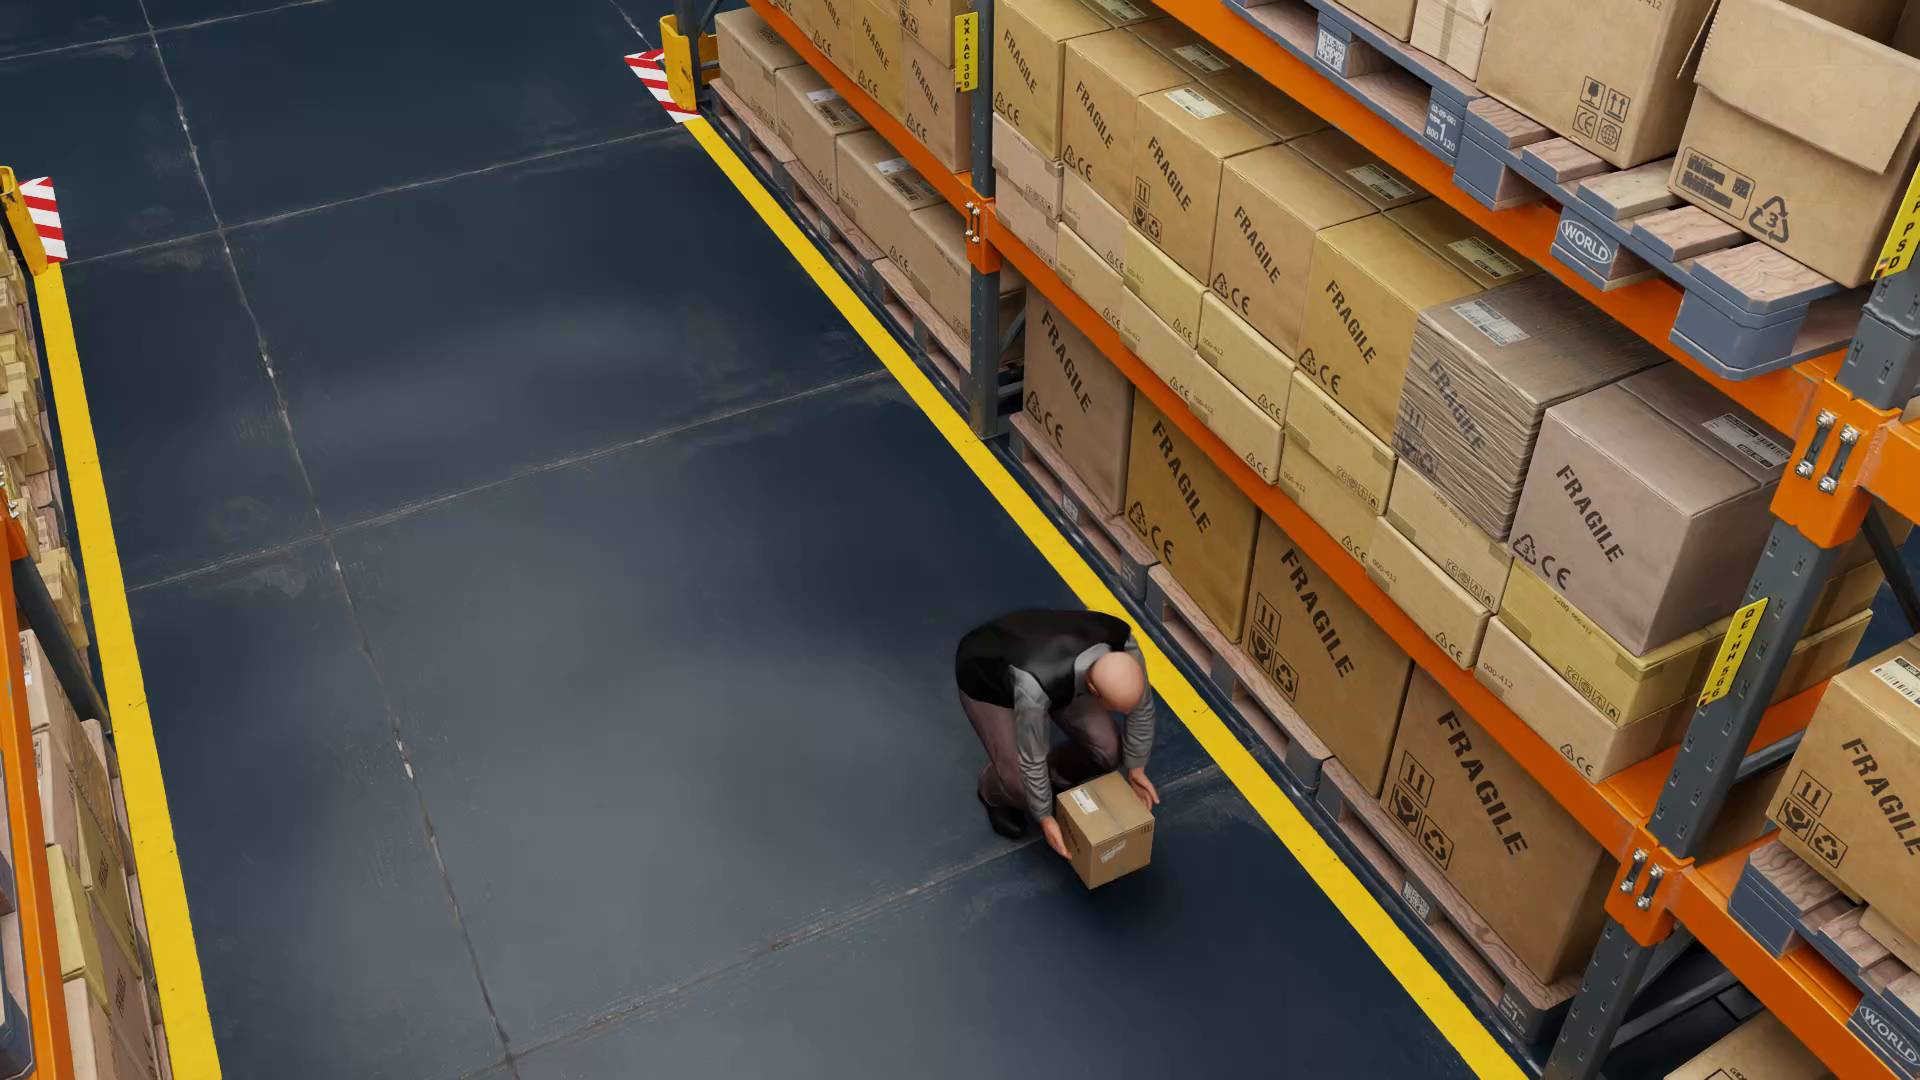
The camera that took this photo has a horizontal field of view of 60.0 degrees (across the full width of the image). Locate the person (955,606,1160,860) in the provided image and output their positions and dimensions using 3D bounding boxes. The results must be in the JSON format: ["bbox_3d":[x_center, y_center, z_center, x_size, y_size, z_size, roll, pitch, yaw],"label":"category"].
[{"bbox_3d":[0.352,0.627,5.959,0.557,1.066,0.829,-19,44,-21],"label":"person"}]
